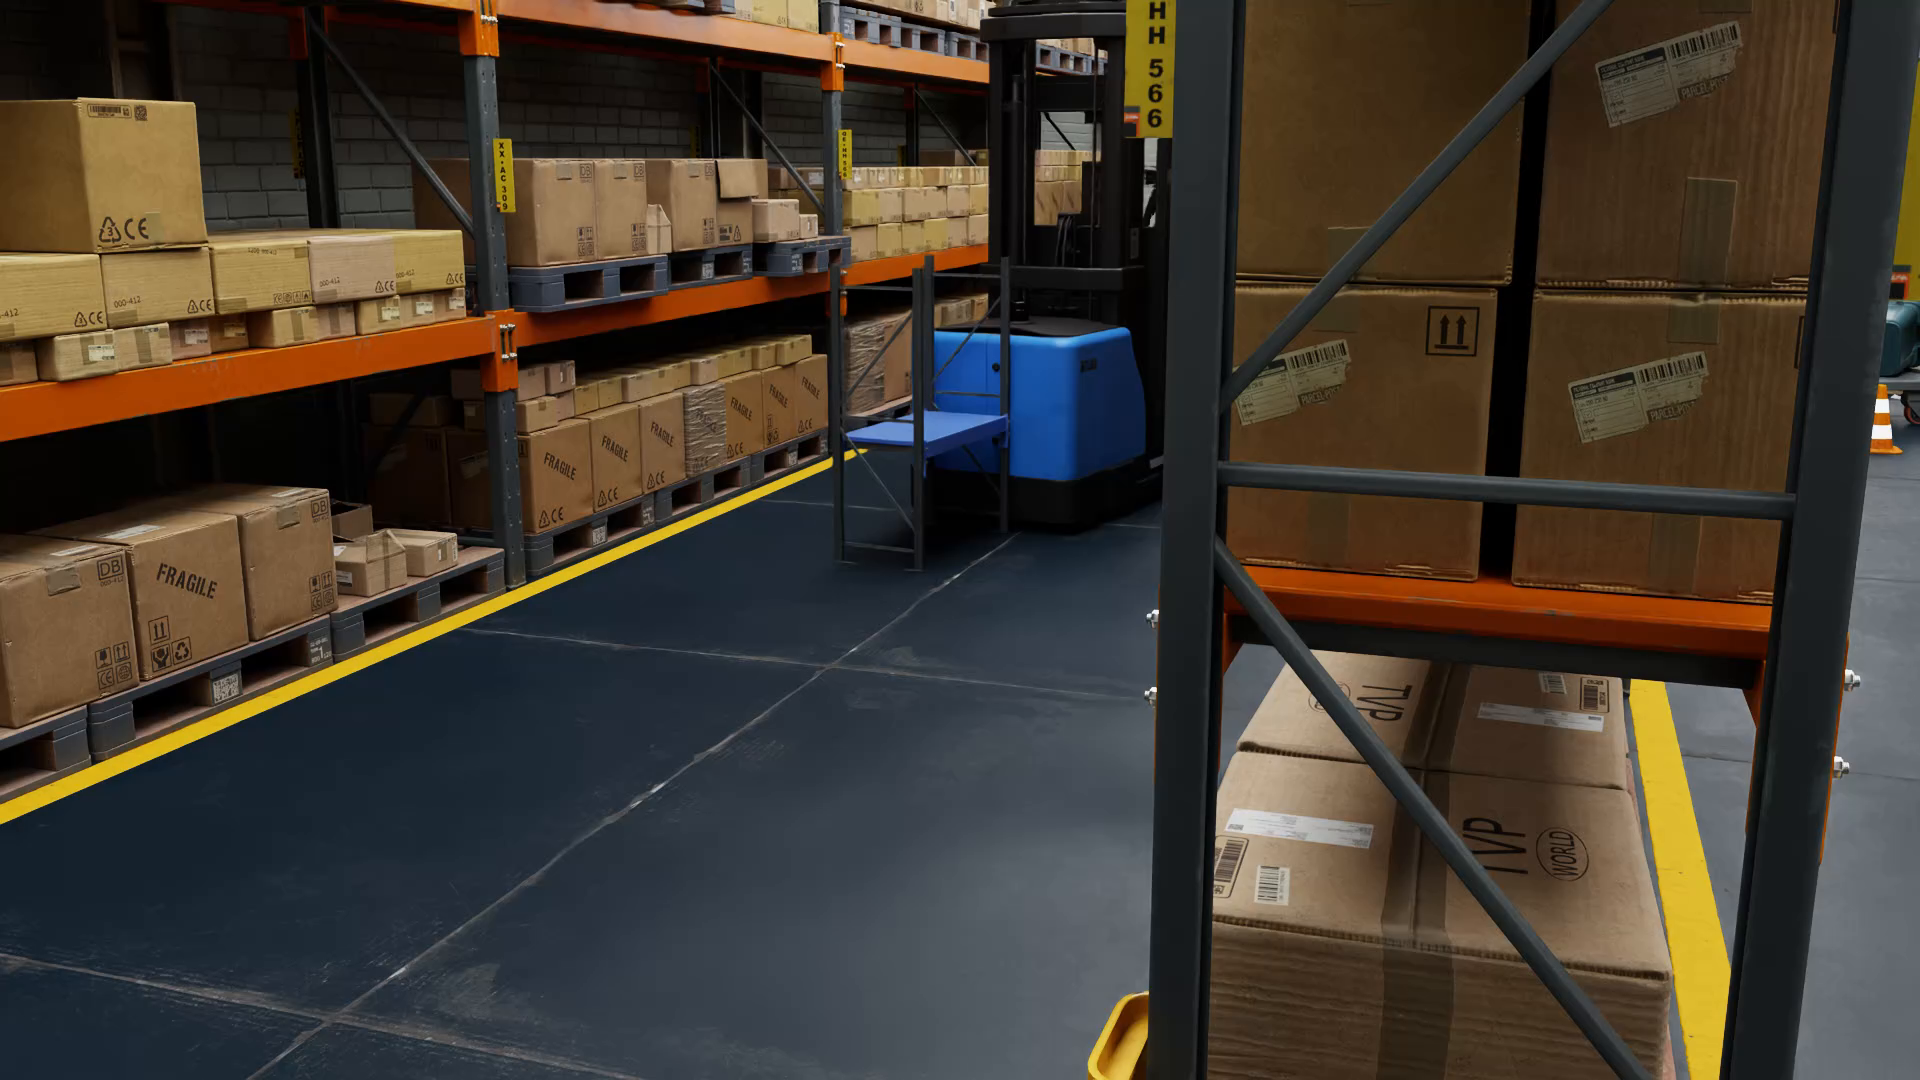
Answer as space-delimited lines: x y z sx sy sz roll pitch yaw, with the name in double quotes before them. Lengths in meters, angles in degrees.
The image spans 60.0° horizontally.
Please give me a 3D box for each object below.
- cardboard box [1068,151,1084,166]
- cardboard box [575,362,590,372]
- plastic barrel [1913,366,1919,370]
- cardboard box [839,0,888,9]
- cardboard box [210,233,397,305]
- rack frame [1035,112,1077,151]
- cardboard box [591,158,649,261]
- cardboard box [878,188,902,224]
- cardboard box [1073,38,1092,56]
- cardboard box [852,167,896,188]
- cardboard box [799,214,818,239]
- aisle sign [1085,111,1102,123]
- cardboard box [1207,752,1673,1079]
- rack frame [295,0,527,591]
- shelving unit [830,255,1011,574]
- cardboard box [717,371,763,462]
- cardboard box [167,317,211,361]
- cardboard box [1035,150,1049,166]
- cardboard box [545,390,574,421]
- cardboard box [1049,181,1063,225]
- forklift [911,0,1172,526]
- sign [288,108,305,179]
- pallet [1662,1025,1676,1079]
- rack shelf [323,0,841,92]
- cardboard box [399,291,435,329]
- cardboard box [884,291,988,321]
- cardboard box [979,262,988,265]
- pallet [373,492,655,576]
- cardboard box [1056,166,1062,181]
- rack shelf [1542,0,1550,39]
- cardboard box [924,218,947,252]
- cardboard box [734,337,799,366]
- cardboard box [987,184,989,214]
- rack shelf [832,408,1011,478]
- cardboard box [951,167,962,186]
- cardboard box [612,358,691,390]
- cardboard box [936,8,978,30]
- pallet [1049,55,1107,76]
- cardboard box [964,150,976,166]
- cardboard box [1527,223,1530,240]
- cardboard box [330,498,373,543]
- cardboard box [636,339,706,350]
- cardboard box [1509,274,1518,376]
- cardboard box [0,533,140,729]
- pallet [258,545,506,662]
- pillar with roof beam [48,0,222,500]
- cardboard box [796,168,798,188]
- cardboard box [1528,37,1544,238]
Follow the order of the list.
"cardboard box" 1.060 -3.939 17.155 0.380 0.149 0.250 5 14 20
"cardboard box" -2.363 -0.945 9.604 0.380 0.149 0.250 5 14 19
"plastic barrel" 8.331 -1.355 13.974 0.421 0.421 0.512 -8 15 -30
"cardboard box" -0.828 -4.011 11.686 0.500 0.500 0.500 4 14 19
"cardboard box" -2.670 -1.110 6.777 0.500 0.250 0.500 4 14 19
"rack frame" 1.295 -3.796 18.877 1.000 3.000 0.127 4 14 18
"cardboard box" -2.052 -1.717 8.603 0.700 0.500 0.500 5 14 19
"cardboard box" -0.756 -2.463 12.252 0.500 0.250 0.500 5 14 20
"cardboard box" 0.956 -5.241 17.076 0.700 0.500 0.500 4 14 19
"cardboard box" -0.695 -2.690 12.352 0.380 0.149 0.250 5 14 19
"cardboard box" -1.143 -2.028 10.751 0.380 0.149 0.250 5 14 19
"aisle sign" 1.594 -5.056 18.556 0.394 0.787 0.004 4 14 18
"cardboard box" 0.935 0.828 3.434 0.875 0.438 0.875 4 13 16
"rack frame" -2.588 -1.269 7.807 1.000 3.000 0.127 4 14 18
"shelving unit" -0.184 -0.694 8.657 0.538 1.500 1.048 6 14 25
"cardboard box" -1.565 -0.778 10.329 0.500 0.500 0.500 5 14 21
"cardboard box" -2.968 -0.738 6.043 0.380 0.149 0.250 4 14 18
"cardboard box" 0.638 -3.672 15.984 0.380 0.149 0.250 5 14 20
"cardboard box" -2.203 -0.692 8.493 0.380 0.149 0.250 4 13 17
"cardboard box" 0.707 -3.294 16.456 0.500 0.500 0.500 4 14 18
"forklift" 0.868 -1.787 10.231 1.130 2.935 3.031 7 15 28
"sign" -3.114 -1.873 7.850 0.100 0.325 0.005 4 14 18
"pallet" 1.001 1.115 3.627 1.003 0.211 1.213 4 14 18
"rack shelf" -1.941 -2.802 9.398 1.077 0.370 4.000 4 14 18
"cardboard box" -2.516 -1.005 7.214 0.380 0.149 0.250 5 14 20
"cardboard box" -0.157 -1.890 14.920 0.875 0.625 0.625 5 14 21
"cardboard box" 0.458 -2.742 17.251 0.500 0.250 0.500 4 13 17
"pallet" -2.360 -0.083 8.880 1.003 0.211 1.213 4 14 18
"cardboard box" 0.794 -3.634 16.486 0.380 0.149 0.250 4 13 17
"rack shelf" 2.757 -2.445 7.836 1.077 0.370 4.000 4 14 18
"cardboard box" -0.422 -2.438 13.264 0.500 0.250 0.500 5 14 20
"cardboard box" -1.273 -1.232 10.859 0.380 0.149 0.250 4 13 15
"cardboard box" 0.084 -3.002 14.614 0.500 0.250 0.500 4 13 17
"rack shelf" -0.184 -0.518 8.697 0.538 0.185 1.000 6 14 25
"cardboard box" -0.199 -3.012 13.759 0.380 0.149 0.250 4 13 17
"cardboard box" -1.797 -0.966 9.696 0.380 0.149 0.250 4 14 19
"cardboard box" -0.068 -4.293 13.713 0.380 0.149 0.250 4 14 18
"pallet" 1.042 -5.068 17.909 1.003 0.211 1.213 4 14 18
"cardboard box" -0.061 -3.602 15.679 0.380 0.149 0.250 4 13 17
"cardboard box" 2.041 -0.736 5.249 0.500 0.500 0.500 4 13 17
"cardboard box" -3.025 -0.041 7.525 0.500 0.311 0.500 5 14 20
"cardboard box" -1.873 -1.214 10.782 0.380 0.149 0.250 5 14 19
"cardboard box" 1.544 -0.776 5.420 0.500 0.500 0.500 4 14 19
"cardboard box" -3.281 0.288 5.659 0.700 0.500 0.500 5 14 21
"pallet" -2.811 0.235 7.484 1.003 0.211 1.213 4 14 18
"pillar with roof beam" 0.408 -3.802 5.424 9.100 9.000 0.400 4 14 18
"cardboard box" -1.401 -2.622 12.054 0.380 0.149 0.250 5 14 20
"cardboard box" 1.721 -1.010 4.202 0.500 0.500 0.500 4 14 19
